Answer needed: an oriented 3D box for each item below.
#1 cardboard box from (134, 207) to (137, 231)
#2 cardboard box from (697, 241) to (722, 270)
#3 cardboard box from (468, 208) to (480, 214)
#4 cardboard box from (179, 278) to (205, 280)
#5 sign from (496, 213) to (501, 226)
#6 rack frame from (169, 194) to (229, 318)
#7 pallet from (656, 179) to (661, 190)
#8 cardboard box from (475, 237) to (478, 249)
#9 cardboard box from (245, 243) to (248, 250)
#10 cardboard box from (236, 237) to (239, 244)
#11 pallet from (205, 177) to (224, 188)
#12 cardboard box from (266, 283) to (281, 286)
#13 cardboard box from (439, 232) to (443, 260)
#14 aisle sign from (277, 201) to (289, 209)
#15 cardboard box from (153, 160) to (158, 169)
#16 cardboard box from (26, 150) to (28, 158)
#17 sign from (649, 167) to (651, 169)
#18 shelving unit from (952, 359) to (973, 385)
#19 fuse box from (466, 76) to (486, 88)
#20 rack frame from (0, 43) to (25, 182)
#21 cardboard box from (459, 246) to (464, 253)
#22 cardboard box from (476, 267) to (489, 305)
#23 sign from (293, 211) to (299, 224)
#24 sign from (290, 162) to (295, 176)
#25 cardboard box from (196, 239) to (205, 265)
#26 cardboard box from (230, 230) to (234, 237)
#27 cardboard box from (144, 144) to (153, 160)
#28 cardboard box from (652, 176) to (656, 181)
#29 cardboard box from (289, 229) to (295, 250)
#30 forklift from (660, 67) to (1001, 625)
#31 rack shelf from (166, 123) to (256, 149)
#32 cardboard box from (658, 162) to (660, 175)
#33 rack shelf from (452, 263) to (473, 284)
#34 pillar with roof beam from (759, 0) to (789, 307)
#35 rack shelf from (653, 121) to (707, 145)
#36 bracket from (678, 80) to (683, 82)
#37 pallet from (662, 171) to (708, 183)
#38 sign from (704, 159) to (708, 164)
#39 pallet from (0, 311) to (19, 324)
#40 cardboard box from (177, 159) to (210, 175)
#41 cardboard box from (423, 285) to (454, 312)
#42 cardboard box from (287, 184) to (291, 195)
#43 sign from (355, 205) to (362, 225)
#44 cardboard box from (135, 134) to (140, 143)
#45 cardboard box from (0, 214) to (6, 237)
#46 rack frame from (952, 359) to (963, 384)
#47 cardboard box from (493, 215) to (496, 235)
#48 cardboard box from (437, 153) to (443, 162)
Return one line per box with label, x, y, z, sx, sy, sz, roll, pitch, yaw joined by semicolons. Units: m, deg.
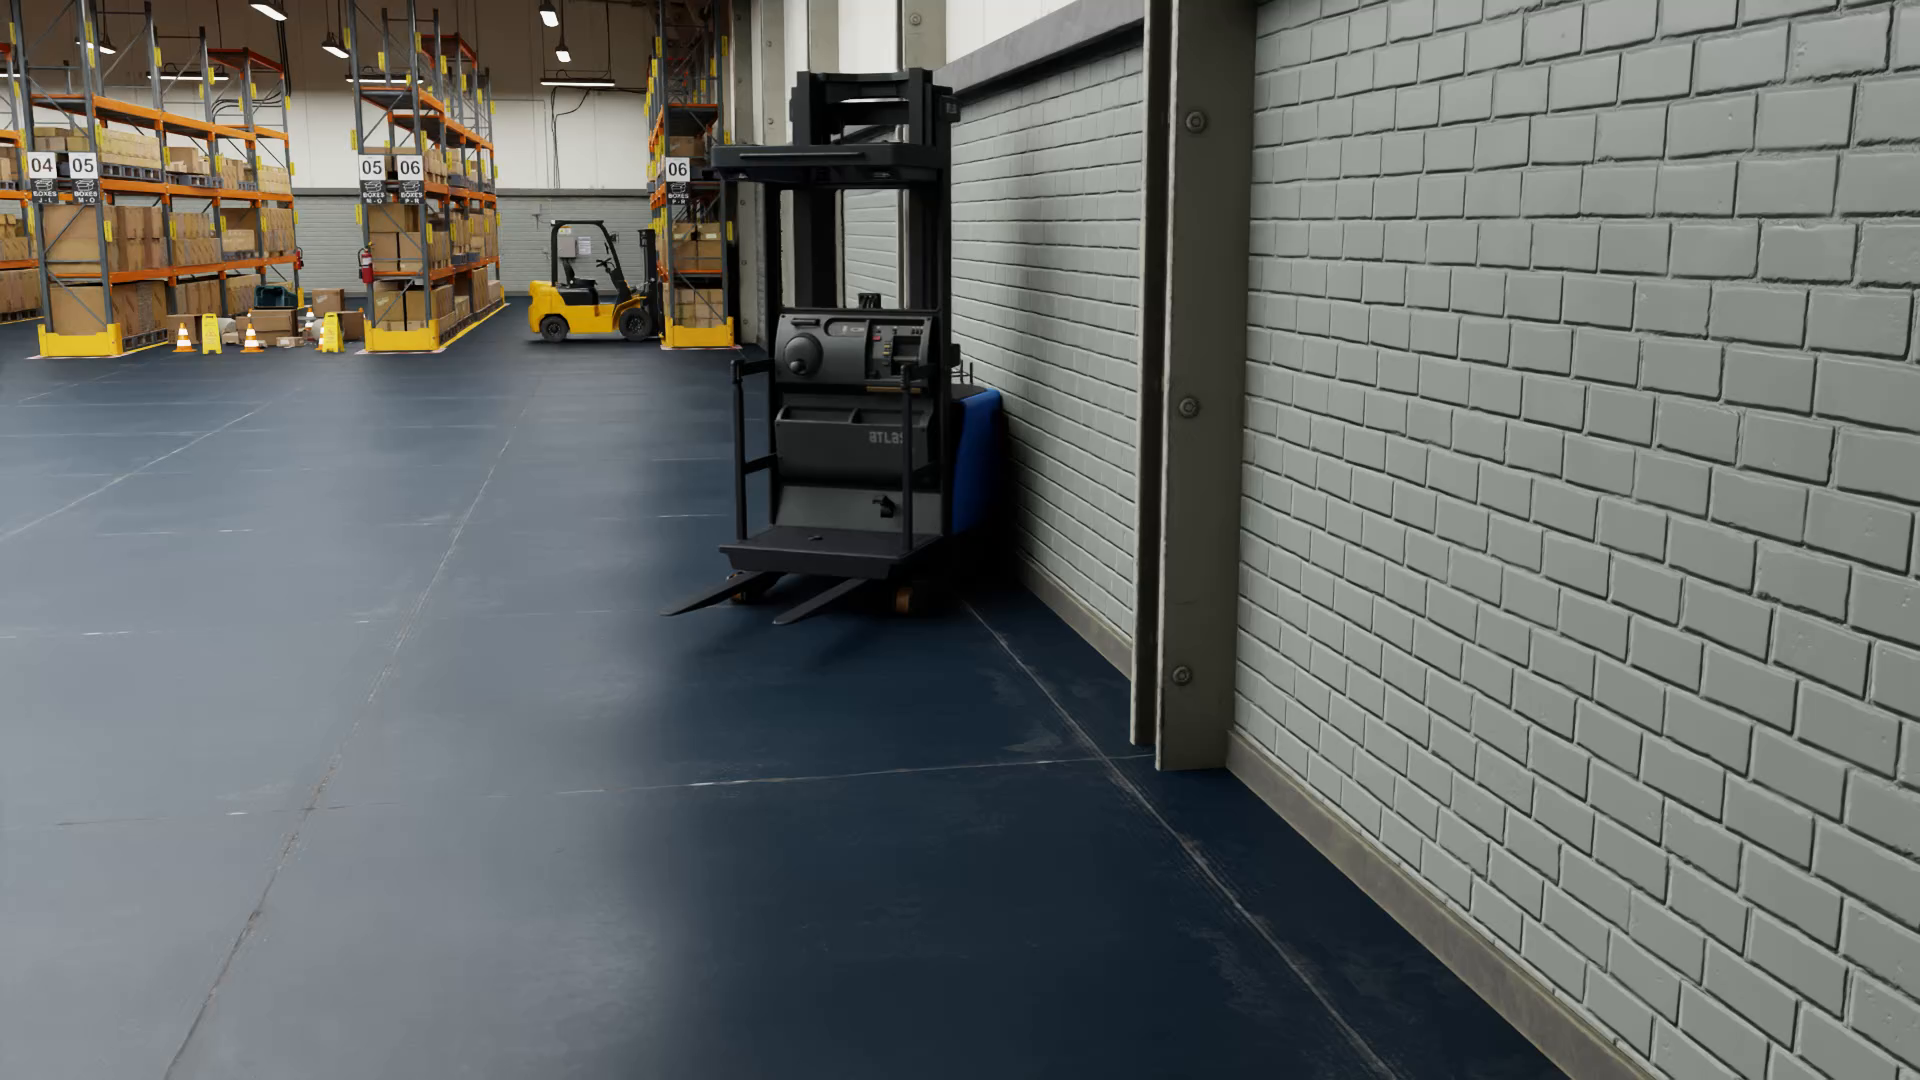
cardboard box;-14.670;-5.448;28.510;0.875;0.550;0.500;-2;11;-11
cardboard box;-4.352;-5.007;29.213;0.500;0.500;0.500;-2;11;-9
cardboard box;-11.537;-7.803;39.493;0.380;0.149;0.250;-2;11;-12
cardboard box;-16.178;-5.407;35.139;0.500;0.250;0.500;-2;11;-12
sign;-11.973;-8.312;43.117;0.100;0.325;0.005;-2;11;-11
rack frame;-15.788;-5.944;34.405;1.000;3.000;0.127;-2;11;-11
pallet;-5.864;-7.584;35.501;1.213;0.211;1.003;-2;11;-8
cardboard box;-10.993;-6.603;36.932;0.500;0.250;0.500;-2;11;-11
cardboard box;-16.148;-6.556;37.167;0.380;0.149;0.250;-3;11;-14
cardboard box;-15.993;-6.555;36.366;0.380;0.149;0.250;-2;11;-9
pallet;-15.611;-7.209;33.532;1.213;0.211;1.003;-2;11;-8
cardboard box;-16.787;-6.181;40.561;0.380;0.149;0.250;-3;11;-13
cardboard box;-9.527;-5.249;29.690;0.500;0.500;0.500;-2;11;-12
aisle sign;-17.064;-8.713;41.999;0.394;0.787;0.004;-2;11;-11
cardboard box;-14.576;-6.715;29.713;0.380;0.149;0.250;-2;11;-10
cardboard box;-21.846;-9.025;38.907;0.500;0.250;0.500;-2;11;-13
sign;-7.393;-8.764;39.815;0.100;0.325;0.005;-2;11;-11
shelving unit;-0.056;-0.580;11.003;0.258;1.200;0.189;-5;14;-20
fuse box;-13.871;-13.148;47.652;0.513;0.334;0.176;-2;11;-11
rack frame;-21.451;-9.463;36.849;1.000;3.000;0.127;-2;11;-11
cardboard box;-10.198;-5.845;33.432;0.380;0.149;0.250;-2;11;-9
cardboard box;-11.531;-5.928;38.880;0.875;0.875;0.875;-2;11;-9
sign;-16.796;-8.152;42.063;0.100;0.325;0.005;-2;11;-11
sign;-16.796;-9.337;41.838;0.100;0.325;0.005;-2;11;-11
cardboard box;-15.140;-5.644;32.558;0.500;0.500;0.500;-2;11;-10
cardboard box;-15.892;-6.604;35.828;0.380;0.149;0.250;-2;11;-8
cardboard box;-14.564;-6.838;29.295;0.500;0.250;0.500;-2;11;-11
cardboard box;-6.870;-8.313;38.109;0.380;0.149;0.250;-2;11;-10
cardboard box;-17.004;-7.534;41.693;0.500;0.500;0.500;-2;11;-10
forklift;-0.668;-1.109;9.183;1.130;2.935;3.031;4;11;18
rack shelf;-16.177;-8.708;35.876;1.077;0.370;4.000;-2;11;-11
cardboard box;-5.835;-7.540;33.616;0.500;0.311;0.500;-3;11;-13
rack shelf;-10.563;-5.423;33.588;1.077;0.370;4.000;-2;11;-11
pillar with roof beam;-6.835;-6.707;22.370;9.100;9.000;0.400;-2;11;-11
rack shelf;-5.695;-8.354;34.017;1.077;0.370;4.000;-2;11;-11
bracket;-8.170;-13.532;48.598;0.235;0.232;0.430;-2;11;-11
pallet;-5.115;-6.865;31.457;1.003;0.211;1.213;-2;11;-11
sign;-5.538;-8.109;36.162;0.100;0.325;0.005;-2;11;-11
pallet;-20.986;-4.783;35.763;1.003;0.211;1.213;-2;11;-11
cardboard box;-15.290;-7.449;33.135;0.500;0.311;0.500;-2;11;-11
cardboard box;-9.796;-4.534;31.223;0.500;0.500;0.500;-2;11;-12
cardboard box;-16.996;-8.738;41.460;0.500;0.250;0.500;-2;11;-12
sign;-9.945;-5.383;27.515;0.100;0.325;0.005;-2;11;-11
cardboard box;-14.382;-6.921;28.663;0.380;0.149;0.250;-2;11;-12
cardboard box;-21.196;-6.815;36.029;0.797;0.503;0.637;-2;11;-10
rack frame;-0.088;-0.598;11.087;0.240;1.200;0.006;-5;14;-20
cardboard box;-12.050;-7.976;42.137;0.500;0.500;0.500;-2;11;-11
cardboard box;-9.631;-6.962;30.270;0.380;0.149;0.250;-2;11;-9
